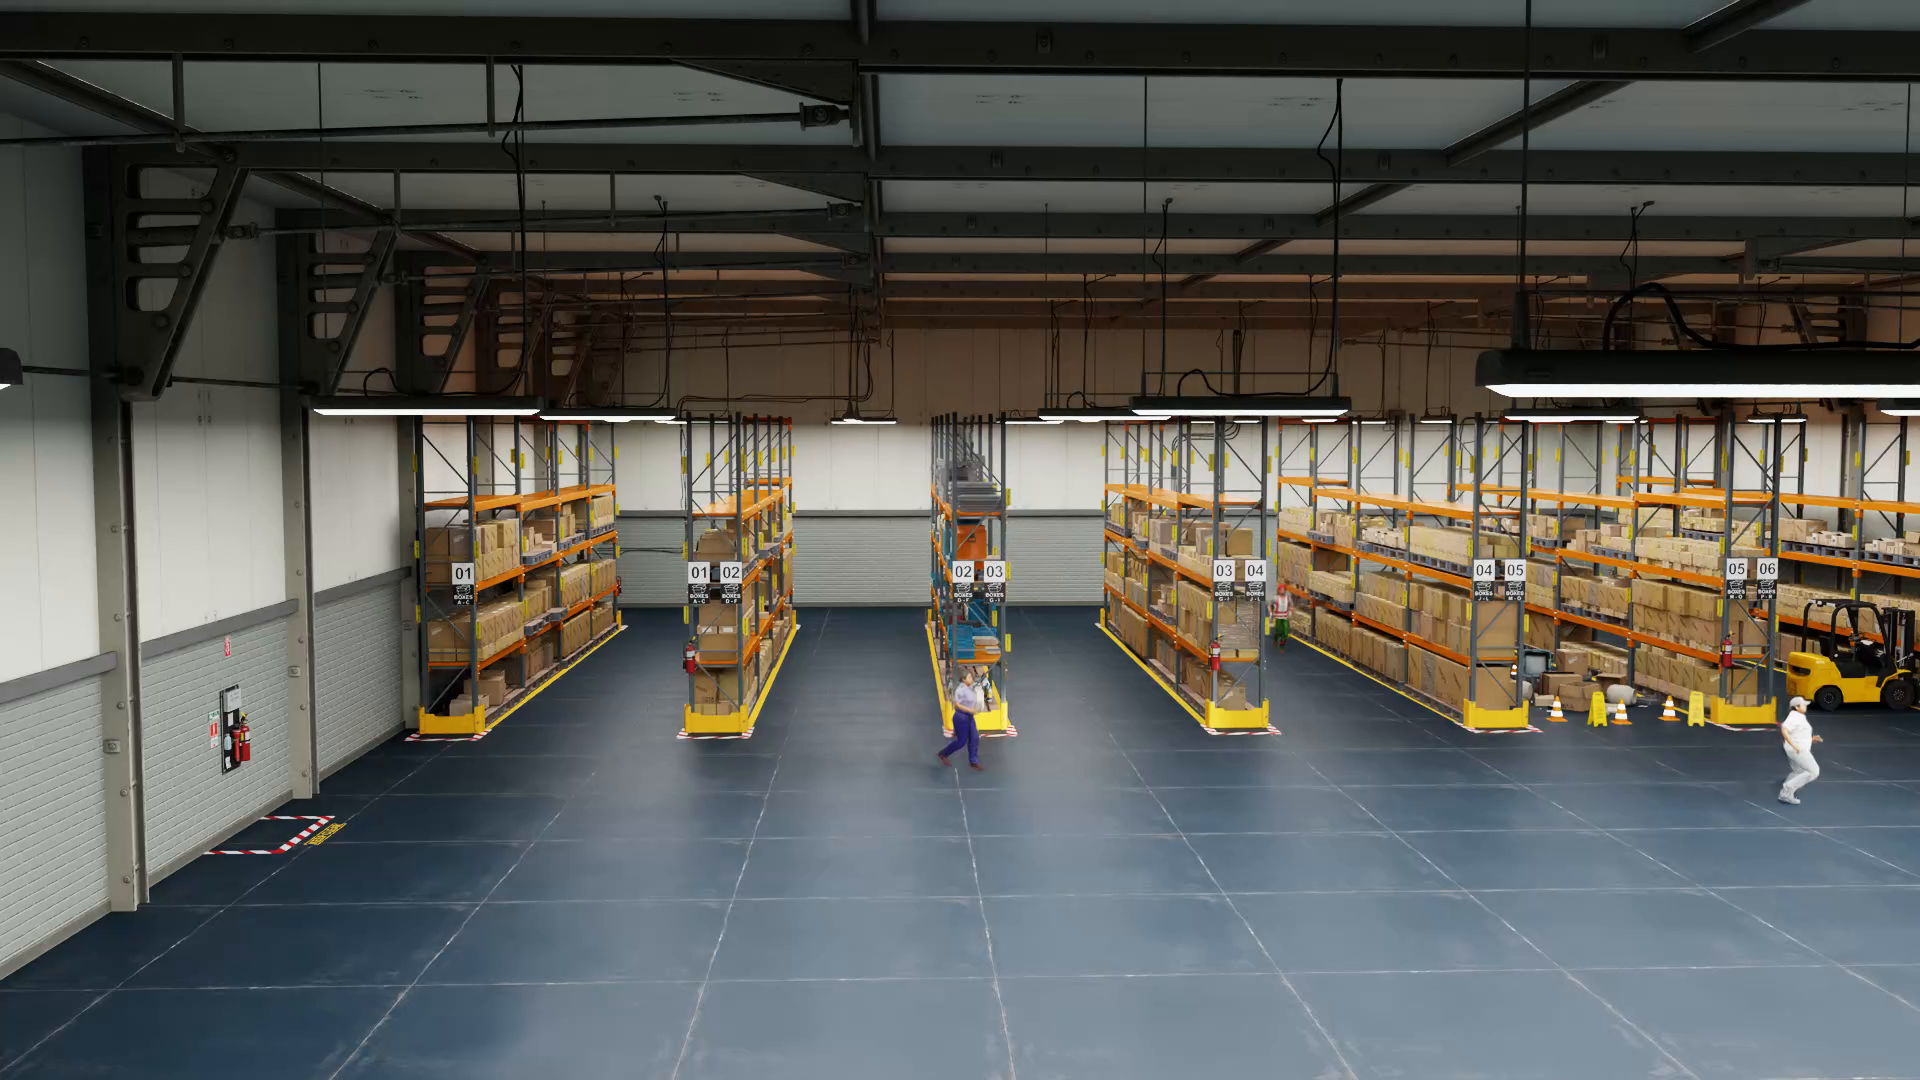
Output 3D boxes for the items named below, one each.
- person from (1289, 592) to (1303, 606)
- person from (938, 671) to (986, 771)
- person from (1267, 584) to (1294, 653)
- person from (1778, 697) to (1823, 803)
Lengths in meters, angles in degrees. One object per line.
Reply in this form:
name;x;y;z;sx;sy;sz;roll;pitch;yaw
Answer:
person;9.853;1.544;49.134;0.878;1.640;0.626;3;5;37
person;0.043;3.018;27.806;0.806;1.668;0.629;2;4;22
person;8.151;1.996;42.086;0.664;1.739;0.590;0;4;-4
person;12.743;3.188;25.187;0.567;1.626;0.587;2;4;26
